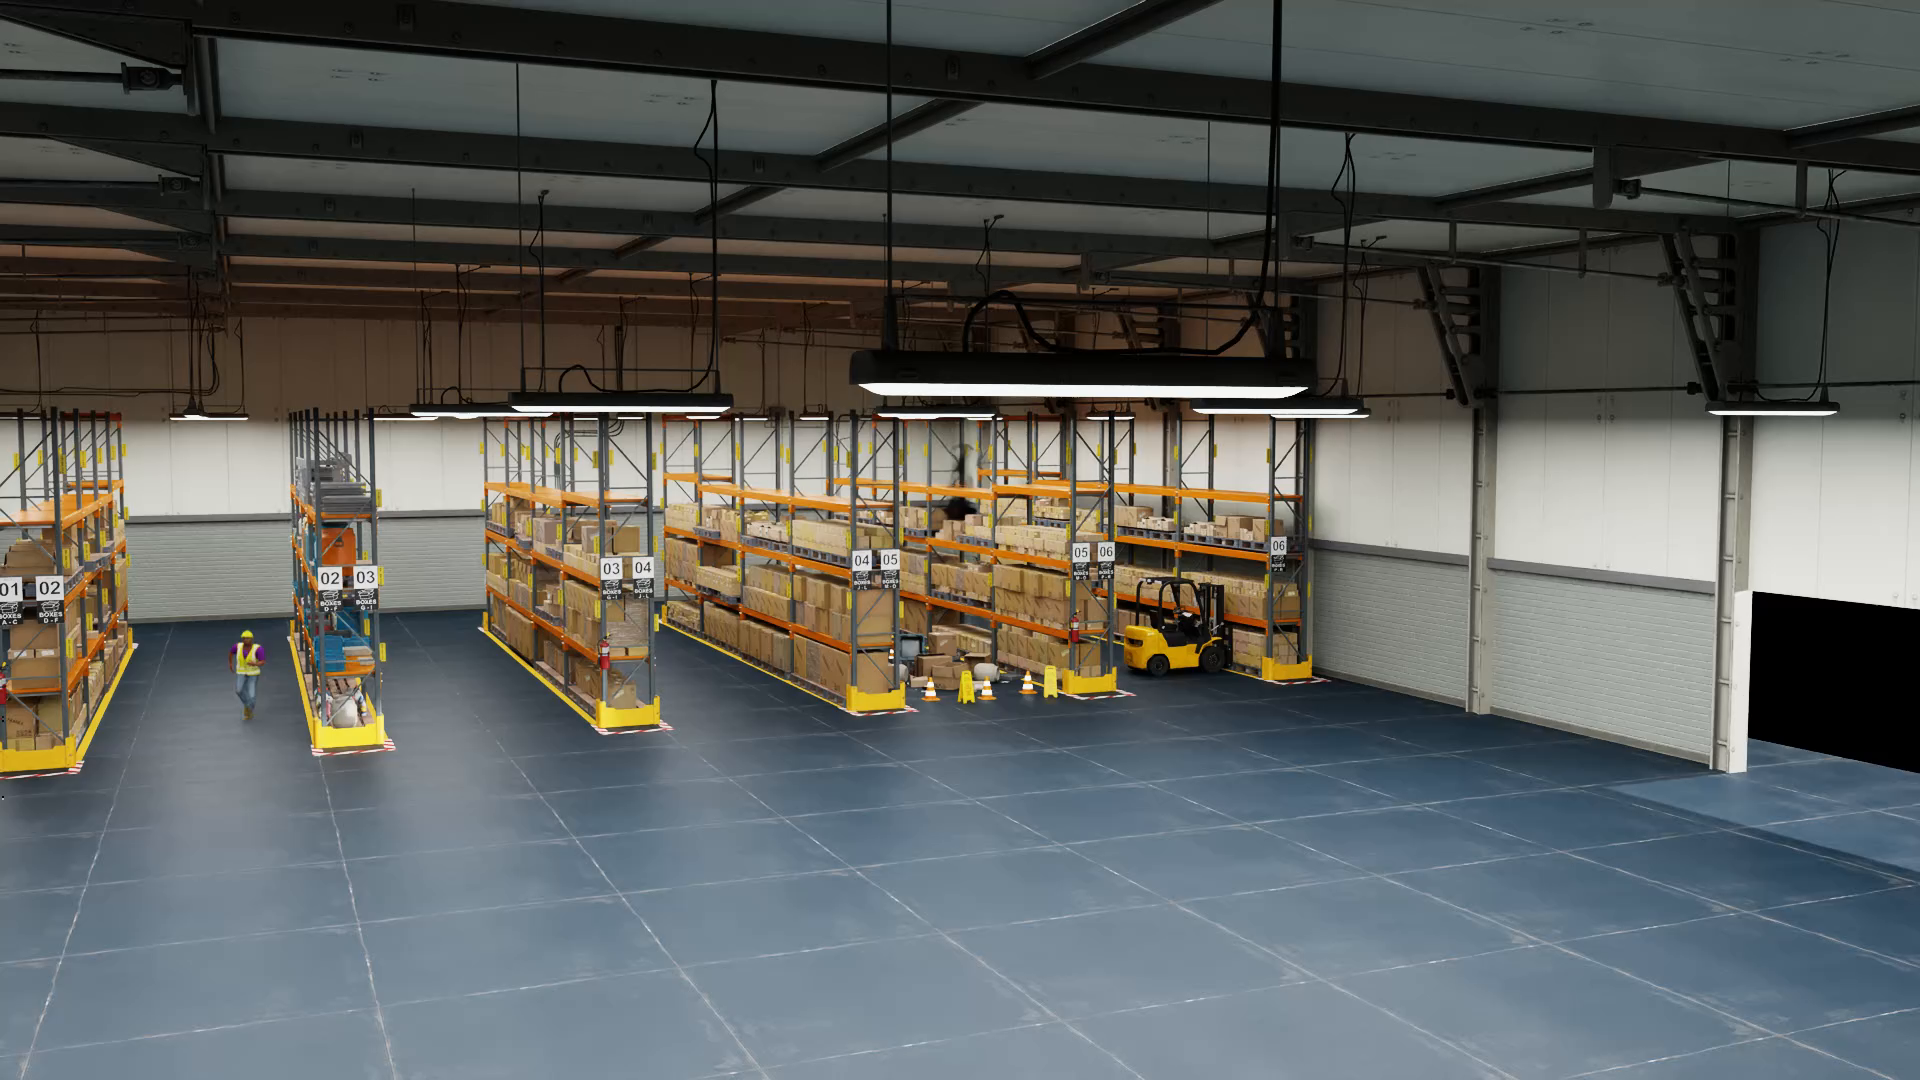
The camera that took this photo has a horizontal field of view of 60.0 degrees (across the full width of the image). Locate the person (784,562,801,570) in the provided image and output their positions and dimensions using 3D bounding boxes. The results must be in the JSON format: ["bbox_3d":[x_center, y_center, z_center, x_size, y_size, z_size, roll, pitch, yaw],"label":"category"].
[{"bbox_3d":[-4.900,1.354,50.796,1.001,1.718,0.689,-2,5,-28],"label":"person"}]

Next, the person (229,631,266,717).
[{"bbox_3d":[-13.764,2.600,32.072,0.744,1.707,0.752,-1,4,-9],"label":"person"}]
